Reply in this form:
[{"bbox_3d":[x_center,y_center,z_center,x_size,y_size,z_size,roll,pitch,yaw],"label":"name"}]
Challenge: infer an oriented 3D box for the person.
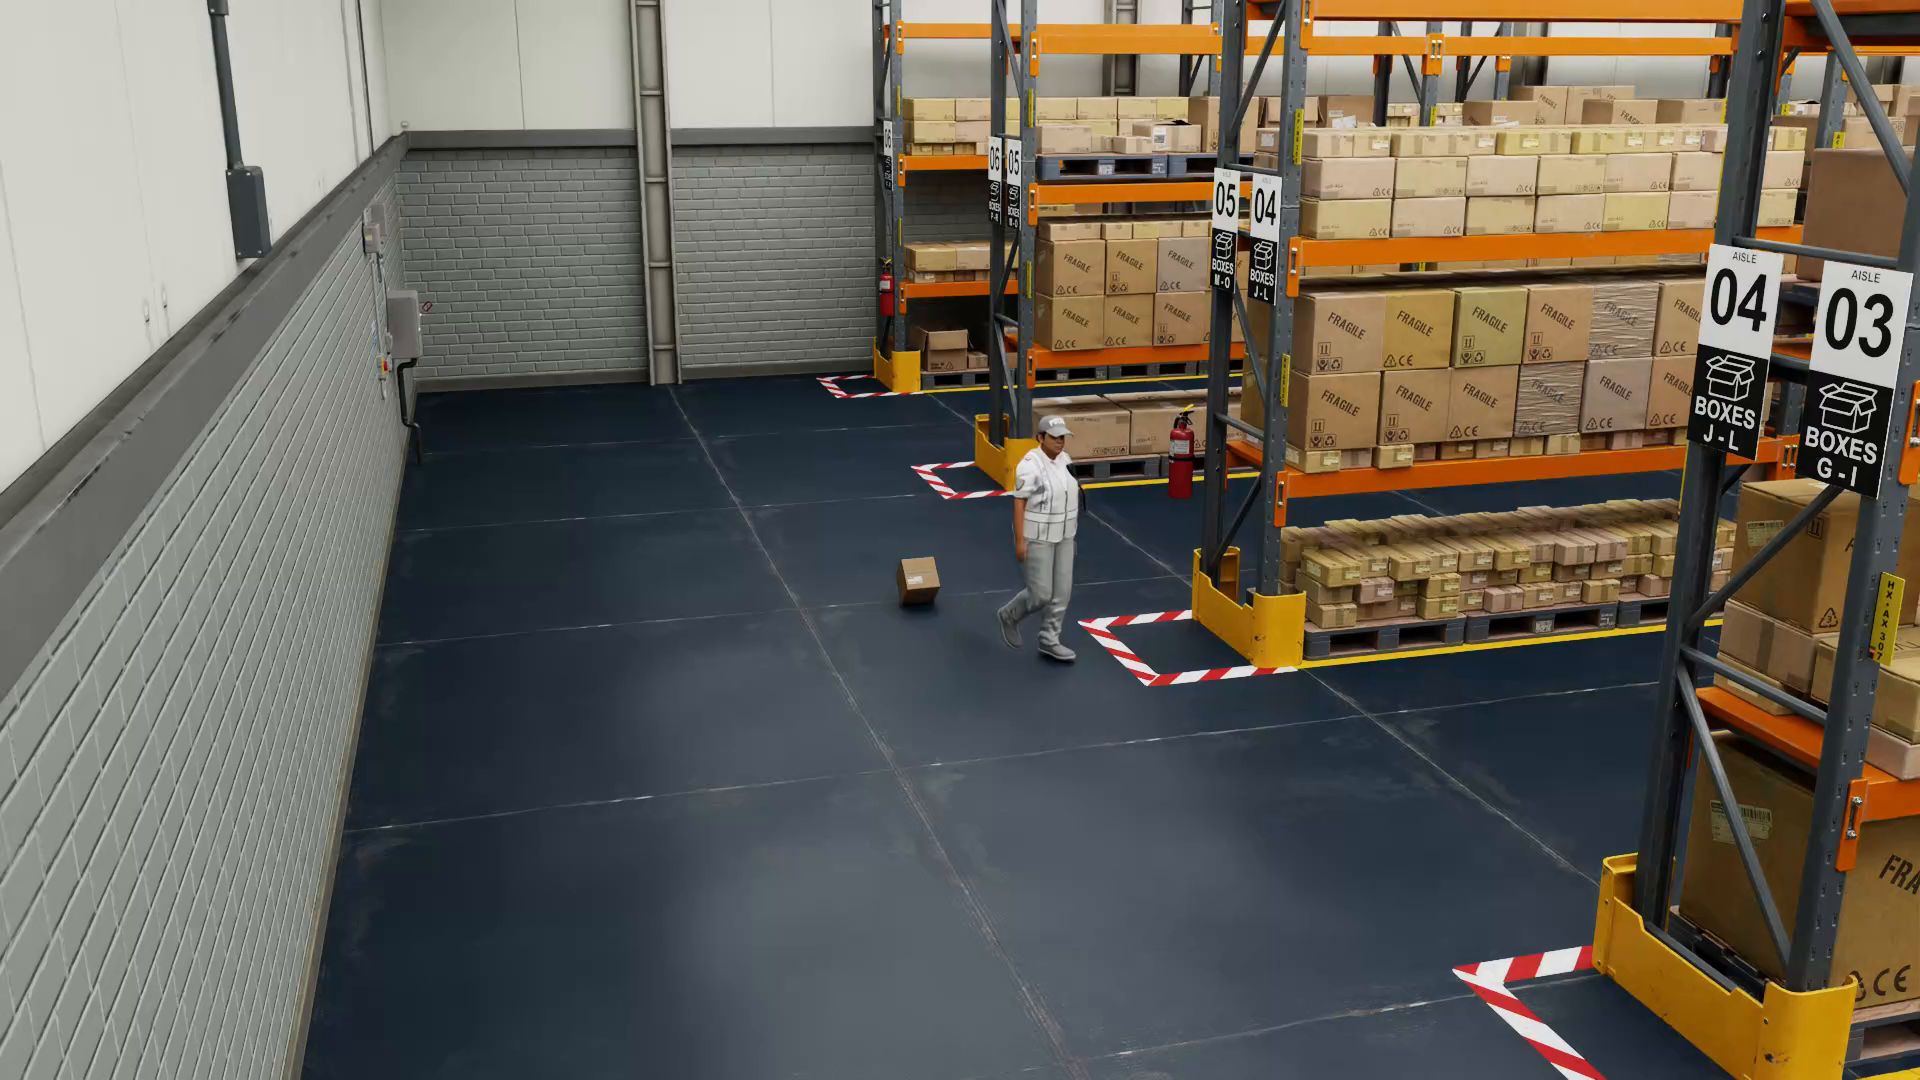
[{"bbox_3d":[0.530,-0.027,11.043,0.488,1.650,0.538,-14,21,-40],"label":"person"}]
